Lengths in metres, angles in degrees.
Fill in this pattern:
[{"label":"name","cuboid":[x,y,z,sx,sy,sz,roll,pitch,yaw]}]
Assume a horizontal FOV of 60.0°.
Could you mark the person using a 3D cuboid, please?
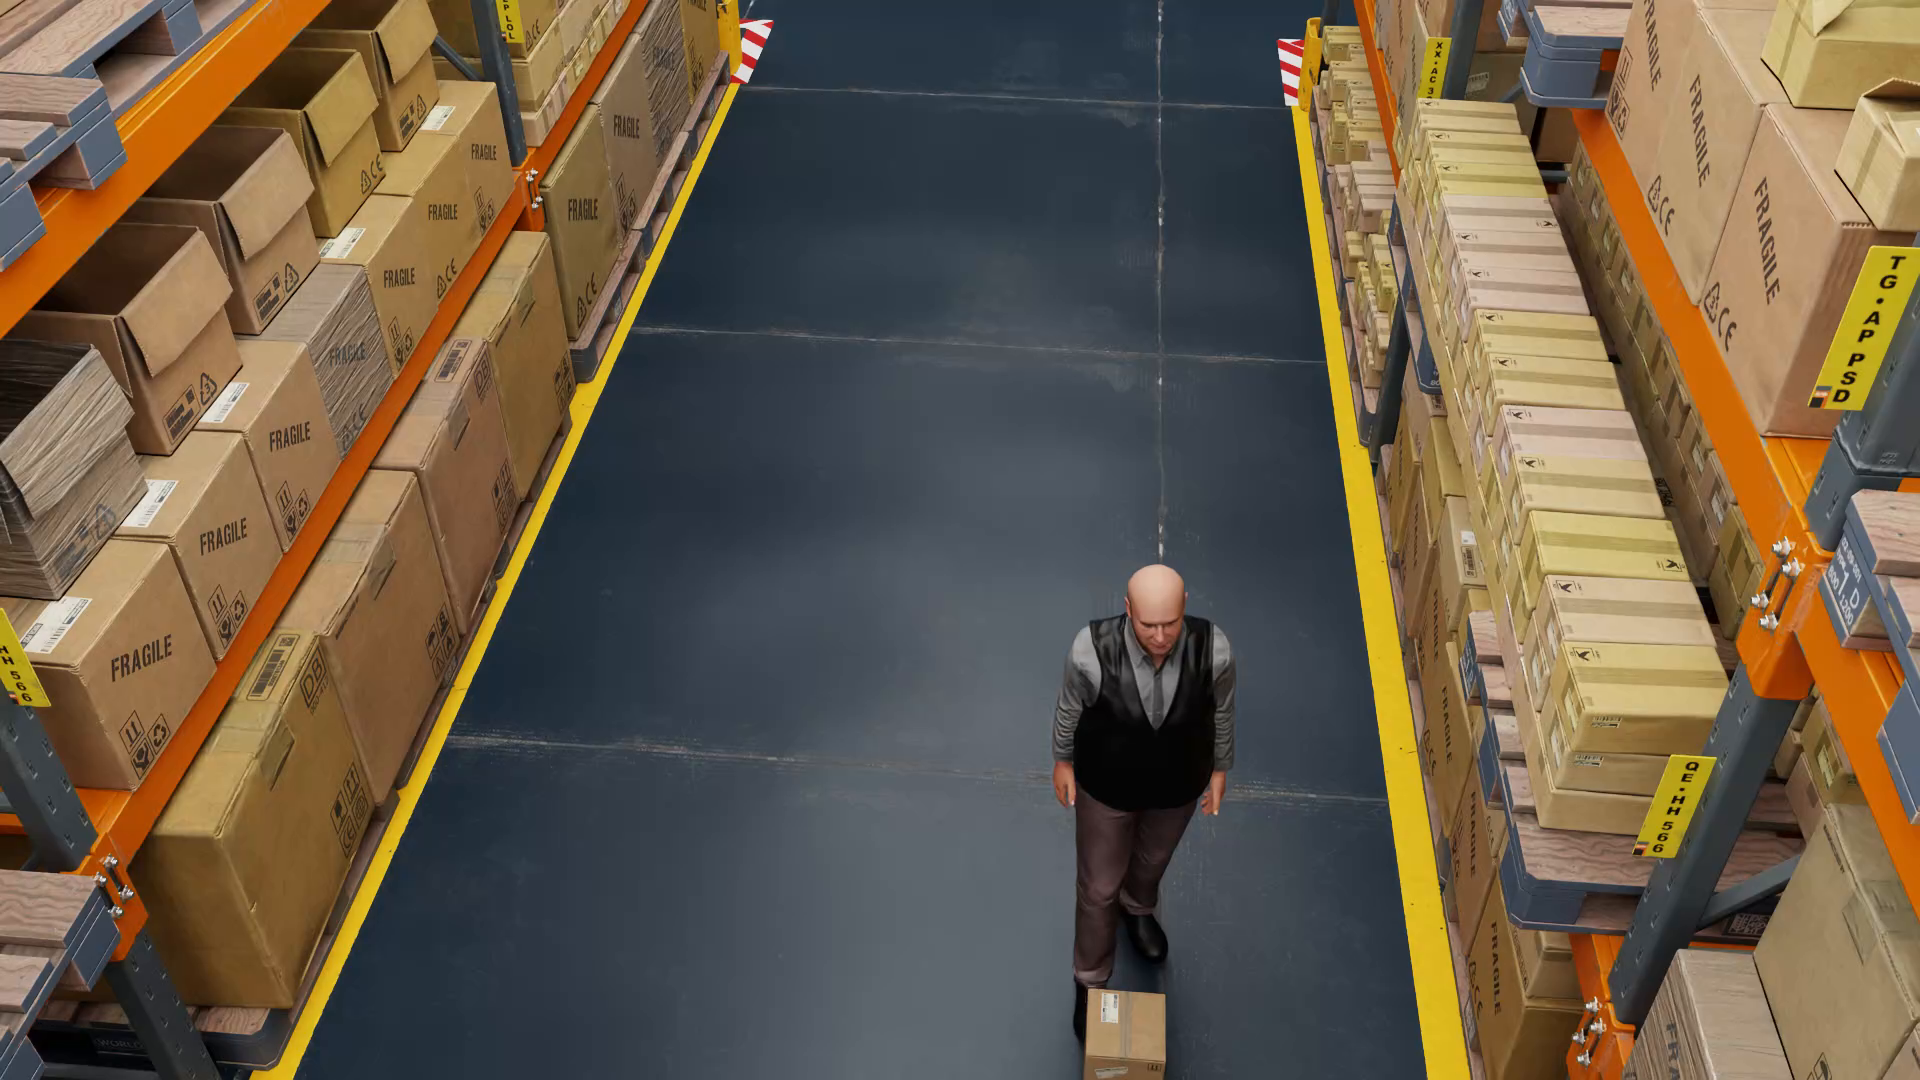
[{"label":"person","cuboid":[0.590,0.815,5.183,0.563,1.718,0.626,-4,40,-5]}]
